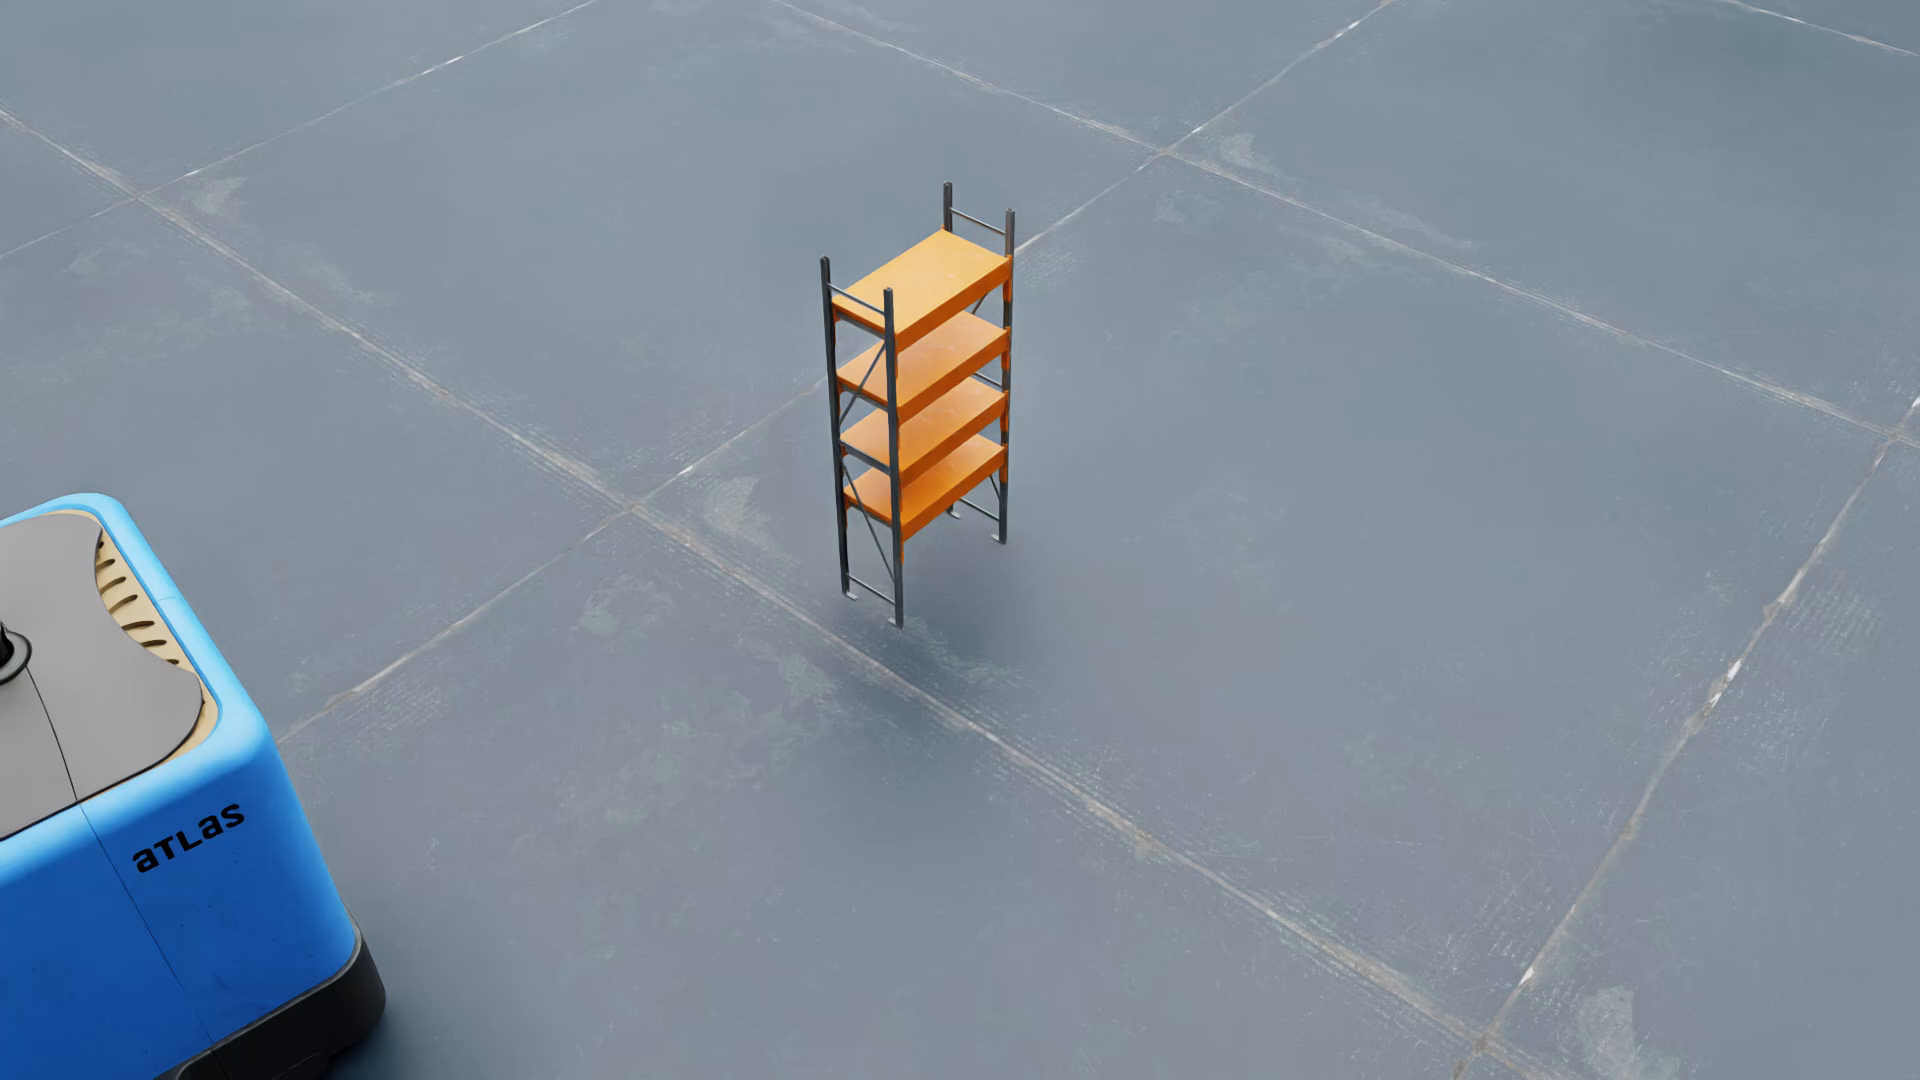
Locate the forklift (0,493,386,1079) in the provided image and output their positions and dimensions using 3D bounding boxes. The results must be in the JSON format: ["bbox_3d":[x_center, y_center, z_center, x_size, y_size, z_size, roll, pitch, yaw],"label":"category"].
[{"bbox_3d":[-2.823,0.452,2.575,3.031,2.935,1.130,-29,49,-28],"label":"forklift"}]

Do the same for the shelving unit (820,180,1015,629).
[{"bbox_3d":[-0.107,-0.359,4.753,0.258,1.200,0.503,29,50,28],"label":"shelving unit"}]

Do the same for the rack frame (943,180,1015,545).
[{"bbox_3d":[0.051,-0.484,4.891,0.240,1.200,0.015,29,50,28],"label":"rack frame"}]

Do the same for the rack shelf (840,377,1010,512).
[{"bbox_3d":[-0.107,-0.309,4.798,0.258,0.148,0.480,29,50,28],"label":"rack shelf"}]

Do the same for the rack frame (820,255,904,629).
[{"bbox_3d":[-0.264,-0.233,4.614,0.240,1.200,0.015,29,50,28],"label":"rack frame"}]

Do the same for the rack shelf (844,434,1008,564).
[{"bbox_3d":[-0.107,-0.162,4.931,0.258,0.148,0.480,29,50,28],"label":"rack shelf"}]

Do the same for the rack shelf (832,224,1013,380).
[{"bbox_3d":[-0.107,-0.649,4.488,0.258,0.148,0.480,29,50,28],"label":"rack shelf"}]

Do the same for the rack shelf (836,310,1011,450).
[{"bbox_3d":[-0.107,-0.474,4.647,0.258,0.148,0.480,29,50,28],"label":"rack shelf"}]
